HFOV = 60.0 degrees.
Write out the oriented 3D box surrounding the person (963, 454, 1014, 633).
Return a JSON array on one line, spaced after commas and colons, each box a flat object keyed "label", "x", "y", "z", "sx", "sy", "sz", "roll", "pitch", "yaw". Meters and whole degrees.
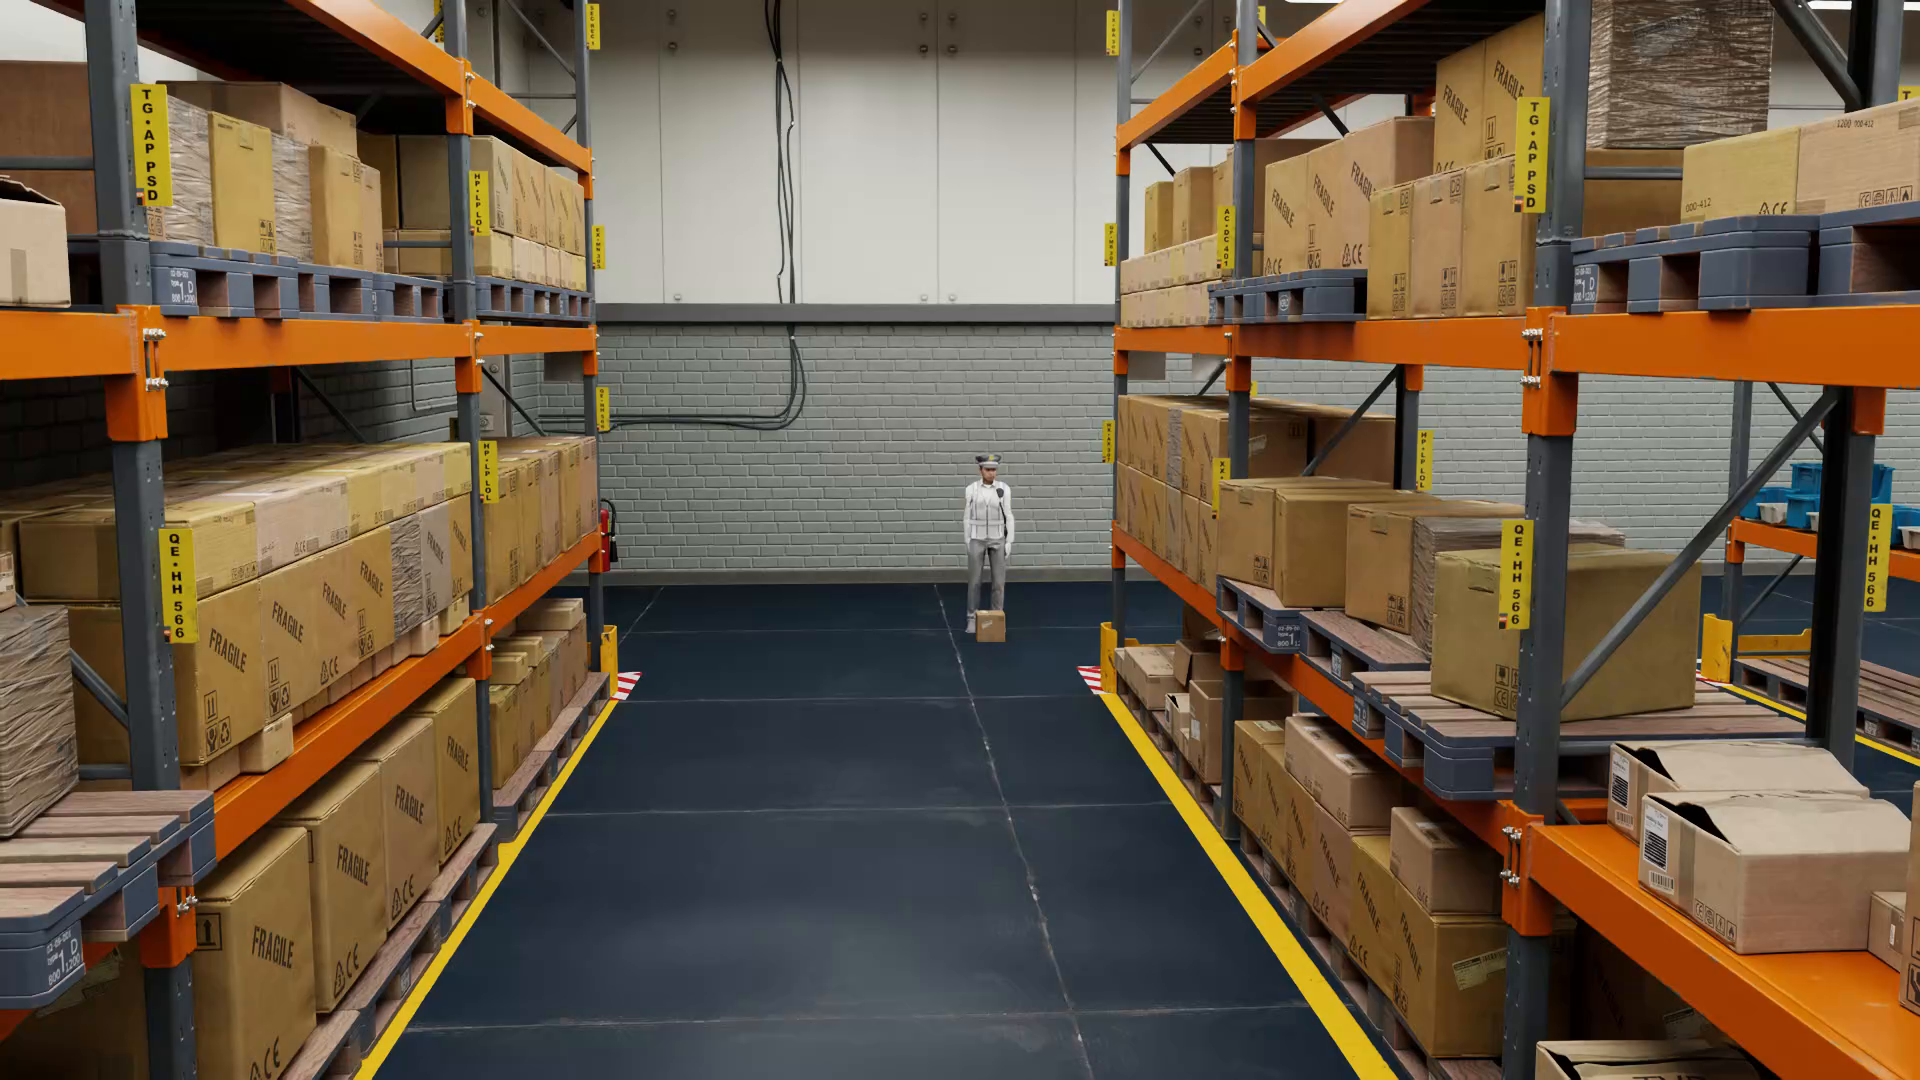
[{"label": "person", "x": 0.268, "y": 0.034, "z": 15.507, "sx": 0.468, "sy": 1.689, "sz": 0.333, "roll": 0, "pitch": 7, "yaw": -2}]
